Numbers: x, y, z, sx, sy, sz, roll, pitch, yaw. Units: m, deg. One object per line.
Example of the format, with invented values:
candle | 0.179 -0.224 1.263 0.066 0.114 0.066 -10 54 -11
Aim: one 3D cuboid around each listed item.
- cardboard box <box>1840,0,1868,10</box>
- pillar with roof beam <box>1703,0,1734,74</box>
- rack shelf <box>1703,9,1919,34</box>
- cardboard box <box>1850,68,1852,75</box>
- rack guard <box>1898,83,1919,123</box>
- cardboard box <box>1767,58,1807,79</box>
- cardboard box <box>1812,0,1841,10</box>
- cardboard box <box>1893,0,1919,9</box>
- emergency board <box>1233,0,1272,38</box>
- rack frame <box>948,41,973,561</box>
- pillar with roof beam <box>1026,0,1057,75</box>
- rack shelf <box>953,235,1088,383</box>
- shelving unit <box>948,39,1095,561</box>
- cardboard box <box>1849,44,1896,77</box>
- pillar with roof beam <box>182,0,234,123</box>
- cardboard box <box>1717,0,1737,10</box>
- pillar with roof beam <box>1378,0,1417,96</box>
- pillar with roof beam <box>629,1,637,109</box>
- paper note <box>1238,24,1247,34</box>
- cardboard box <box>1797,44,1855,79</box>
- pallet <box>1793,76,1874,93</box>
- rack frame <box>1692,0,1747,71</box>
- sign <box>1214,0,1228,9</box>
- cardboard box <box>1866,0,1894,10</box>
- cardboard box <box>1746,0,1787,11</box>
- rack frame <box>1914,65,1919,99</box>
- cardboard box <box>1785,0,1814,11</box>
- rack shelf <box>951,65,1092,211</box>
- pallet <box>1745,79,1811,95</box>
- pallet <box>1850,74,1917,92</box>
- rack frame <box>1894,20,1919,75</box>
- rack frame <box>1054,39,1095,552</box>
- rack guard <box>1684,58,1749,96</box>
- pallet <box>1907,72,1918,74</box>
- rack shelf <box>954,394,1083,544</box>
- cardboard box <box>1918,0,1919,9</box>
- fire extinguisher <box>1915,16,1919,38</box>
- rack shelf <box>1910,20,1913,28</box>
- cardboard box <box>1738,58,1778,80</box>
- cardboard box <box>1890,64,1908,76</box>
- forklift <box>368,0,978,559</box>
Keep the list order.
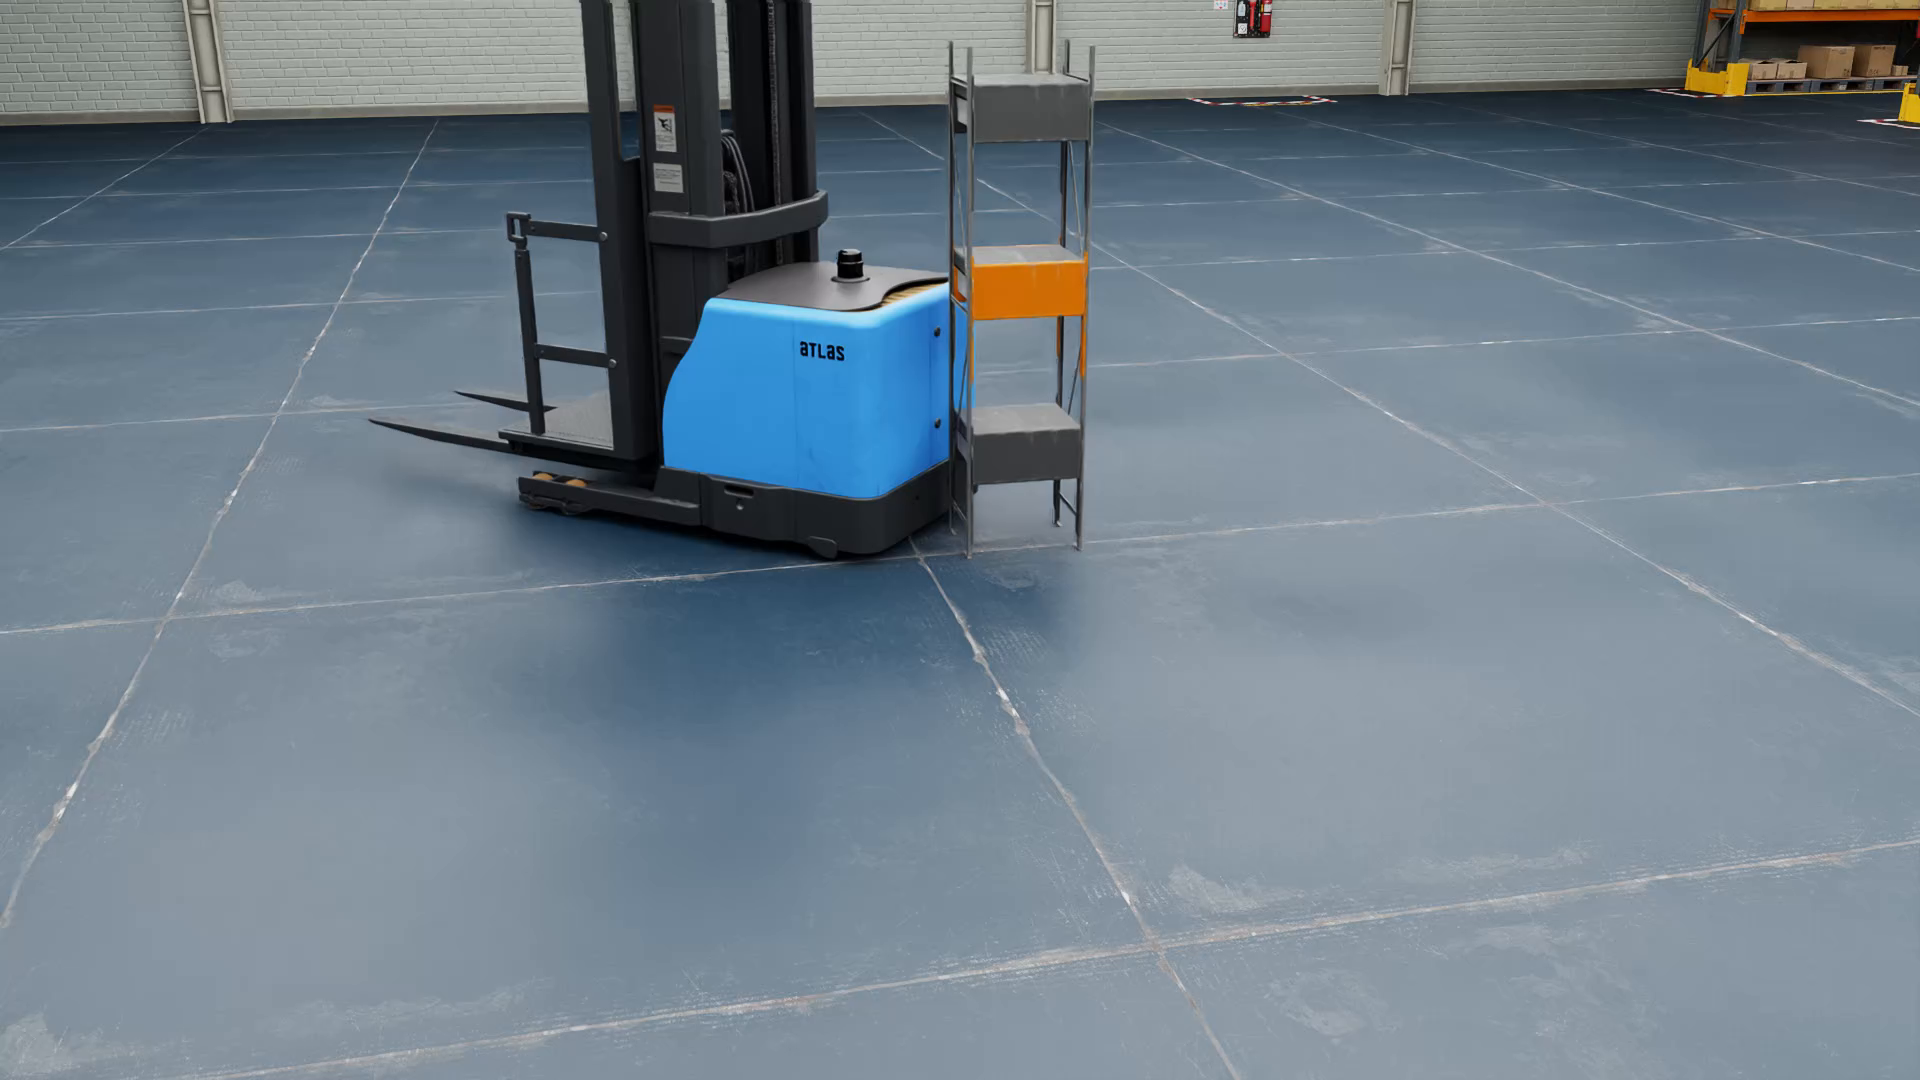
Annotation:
cardboard box | 14.489 -8.835 27.260 0.500 0.250 0.500 -4 21 -12
pillar with roof beam | 13.922 -10.561 23.062 0.400 9.000 9.100 -5 21 -12
rack shelf | 14.396 -8.660 27.642 4.000 0.370 1.077 -5 21 -12
cardboard box | 14.781 -7.905 28.037 0.250 0.149 0.380 -6 21 -17
rack guard | 13.569 -6.006 22.985 0.348 0.500 1.175 -5 21 -12
cardboard box | 13.698 -7.854 27.663 0.500 0.311 0.500 -3 20 -8
cardboard box | 13.996 -8.795 27.153 0.500 0.250 0.500 -5 21 -13
cardboard box | 15.464 -8.920 27.493 0.500 0.250 0.500 -5 21 -12
emergency board | 4.679 -8.527 26.232 0.643 1.169 0.194 -5 21 -12
rack frame | 0.000 -0.965 6.897 0.015 2.100 0.400 -4 21 -11
pillar with roof beam | 2.244 -9.611 20.469 0.400 9.000 9.100 -5 21 -12
rack shelf | 0.238 -0.970 6.950 0.480 0.518 0.431 -4 21 -11
shelving unit | 0.238 -0.983 6.945 0.503 2.100 0.431 -4 21 -11
cardboard box | 15.341 -8.094 28.043 0.500 0.500 0.500 -6 21 -17
pillar with roof beam | -9.434 -8.661 17.876 0.400 9.000 9.100 -5 21 -12
cardboard box | 12.859 -8.881 27.386 0.500 0.250 0.500 -4 21 -12
pillar with roof beam | 8.083 -10.086 21.765 0.400 9.000 9.100 -5 21 -12
pillar with roof beam | -3.595 -9.136 19.172 0.400 9.000 9.100 -5 21 -12
paper note | 4.491 -8.123 26.408 0.142 0.148 0.016 -5 21 -12
cardboard box | 14.423 -7.984 27.743 0.500 0.500 0.700 -6 21 -16
pallet | 14.507 -7.684 27.985 1.213 0.211 1.003 -5 21 -12
rack frame | 12.449 -8.840 27.086 0.127 3.000 1.000 -5 21 -12
sign | 4.117 -8.535 26.200 0.234 0.329 0.001 -5 21 -12
cardboard box | 14.978 -8.875 27.370 0.500 0.250 0.500 -5 21 -13
cardboard box | 12.997 -8.711 26.923 0.500 0.250 0.500 -5 21 -14
rack frame | 13.593 -7.182 22.560 0.127 3.000 1.000 -5 21 -12
cardboard box | 13.499 -8.757 27.049 0.500 0.250 0.500 -5 21 -14
rack shelf | 0.238 -1.627 6.709 0.480 0.518 0.431 -4 21 -11
pallet | 13.322 -7.589 27.725 1.213 0.211 1.003 -5 21 -12
pallet | 15.696 -7.782 28.252 1.213 0.211 1.003 -5 21 -12
rack frame | 16.342 -9.156 27.950 0.127 3.000 1.000 -5 21 -12
rack frame | 0.477 -1.000 6.993 0.015 2.100 0.400 -4 21 -11
rack guard | 12.523 -7.672 27.532 0.348 0.500 1.175 -5 21 -12
pallet | 17.099 -7.909 28.599 1.213 0.211 1.003 -5 21 -12
rack shelf | 0.238 -0.313 7.190 0.480 0.518 0.431 -4 21 -11
cardboard box | 15.951 -8.956 27.593 0.500 0.250 0.500 -5 21 -12
fire extinguisher | 13.371 -7.292 22.972 0.183 0.674 0.296 -5 21 -12
rack shelf | 18.288 -8.977 28.506 4.000 0.370 1.077 -5 21 -12
cardboard box | 13.143 -7.809 27.540 0.500 0.311 0.500 -7 21 -19
cardboard box | 15.828 -7.980 28.219 0.250 0.166 0.380 -7 21 -20
forklift | -1.465 -1.635 7.518 3.031 2.935 1.130 10 22 25
